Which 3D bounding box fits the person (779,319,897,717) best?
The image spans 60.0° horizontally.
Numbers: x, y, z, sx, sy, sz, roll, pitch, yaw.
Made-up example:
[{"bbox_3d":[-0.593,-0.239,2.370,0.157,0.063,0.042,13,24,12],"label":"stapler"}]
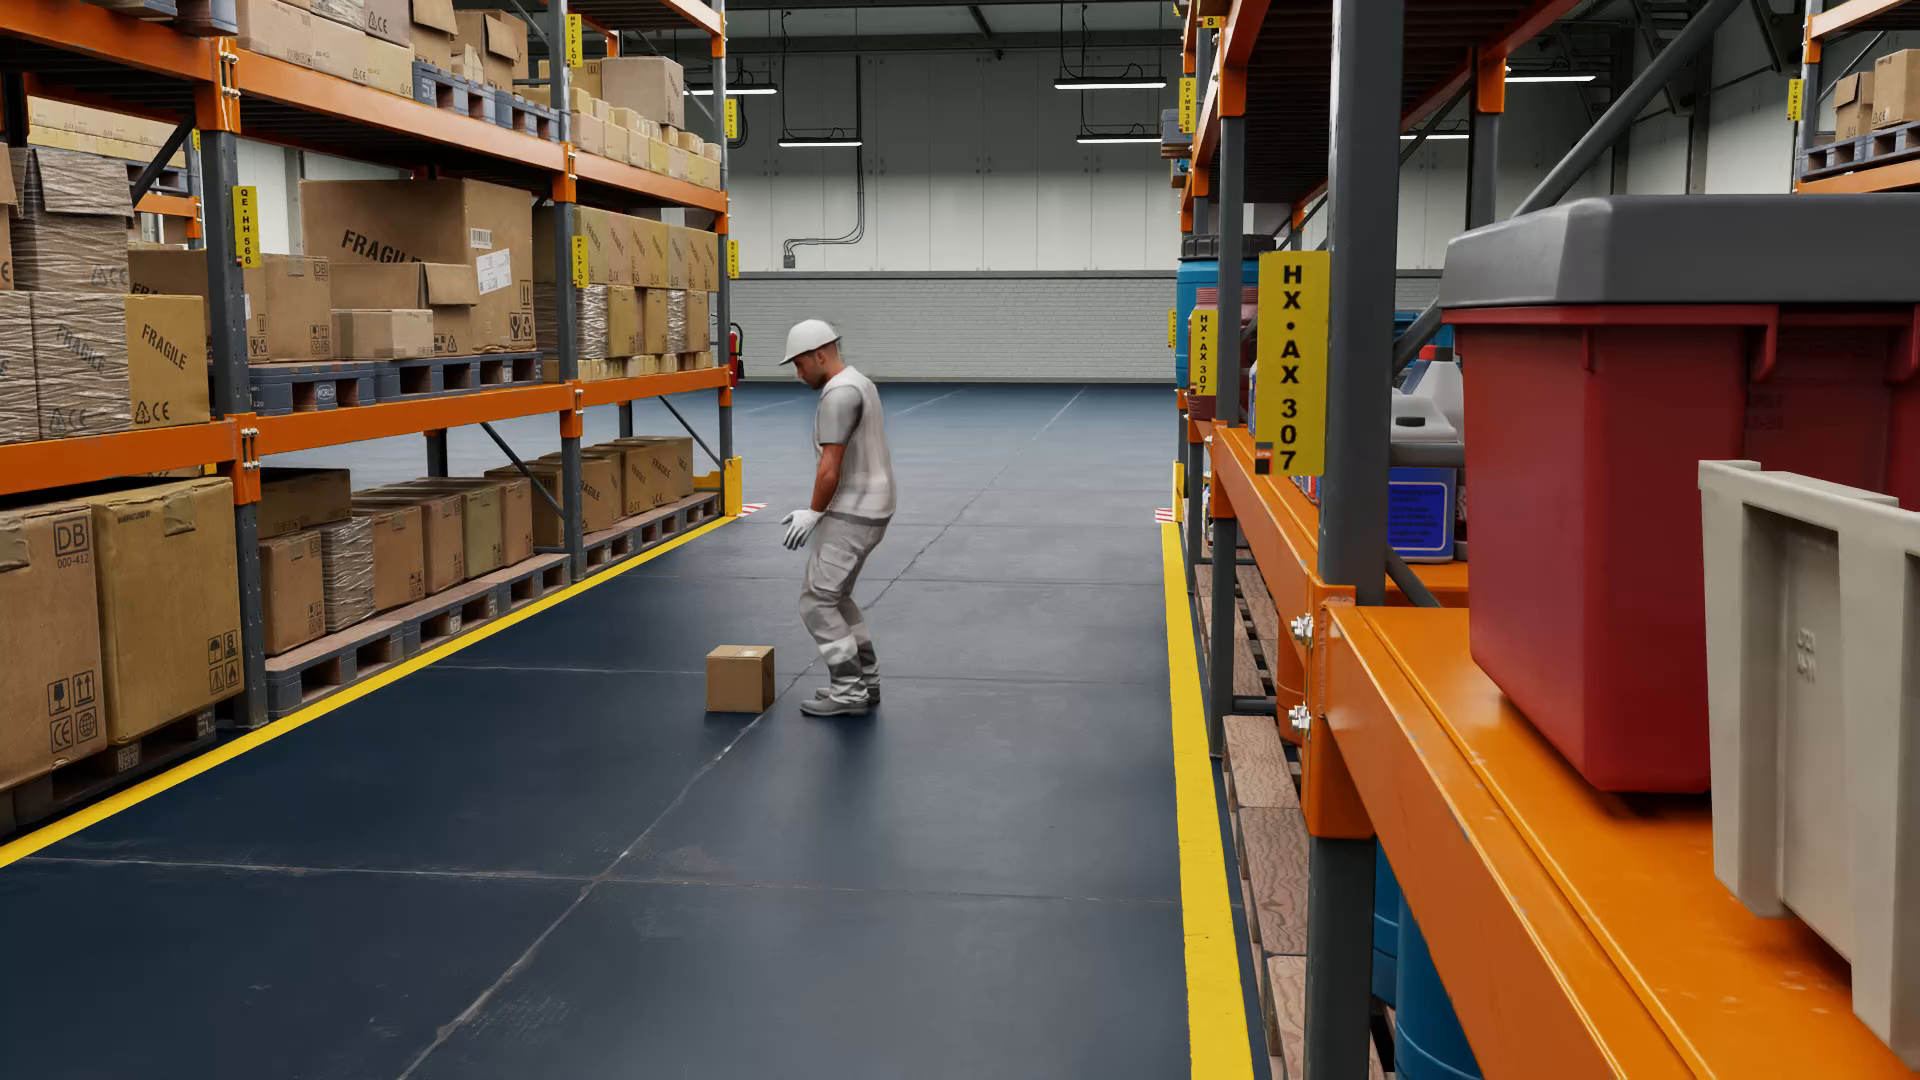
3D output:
[{"bbox_3d":[-0.533,-0.097,7.236,0.496,1.712,0.551,1,8,8],"label":"person"}]
